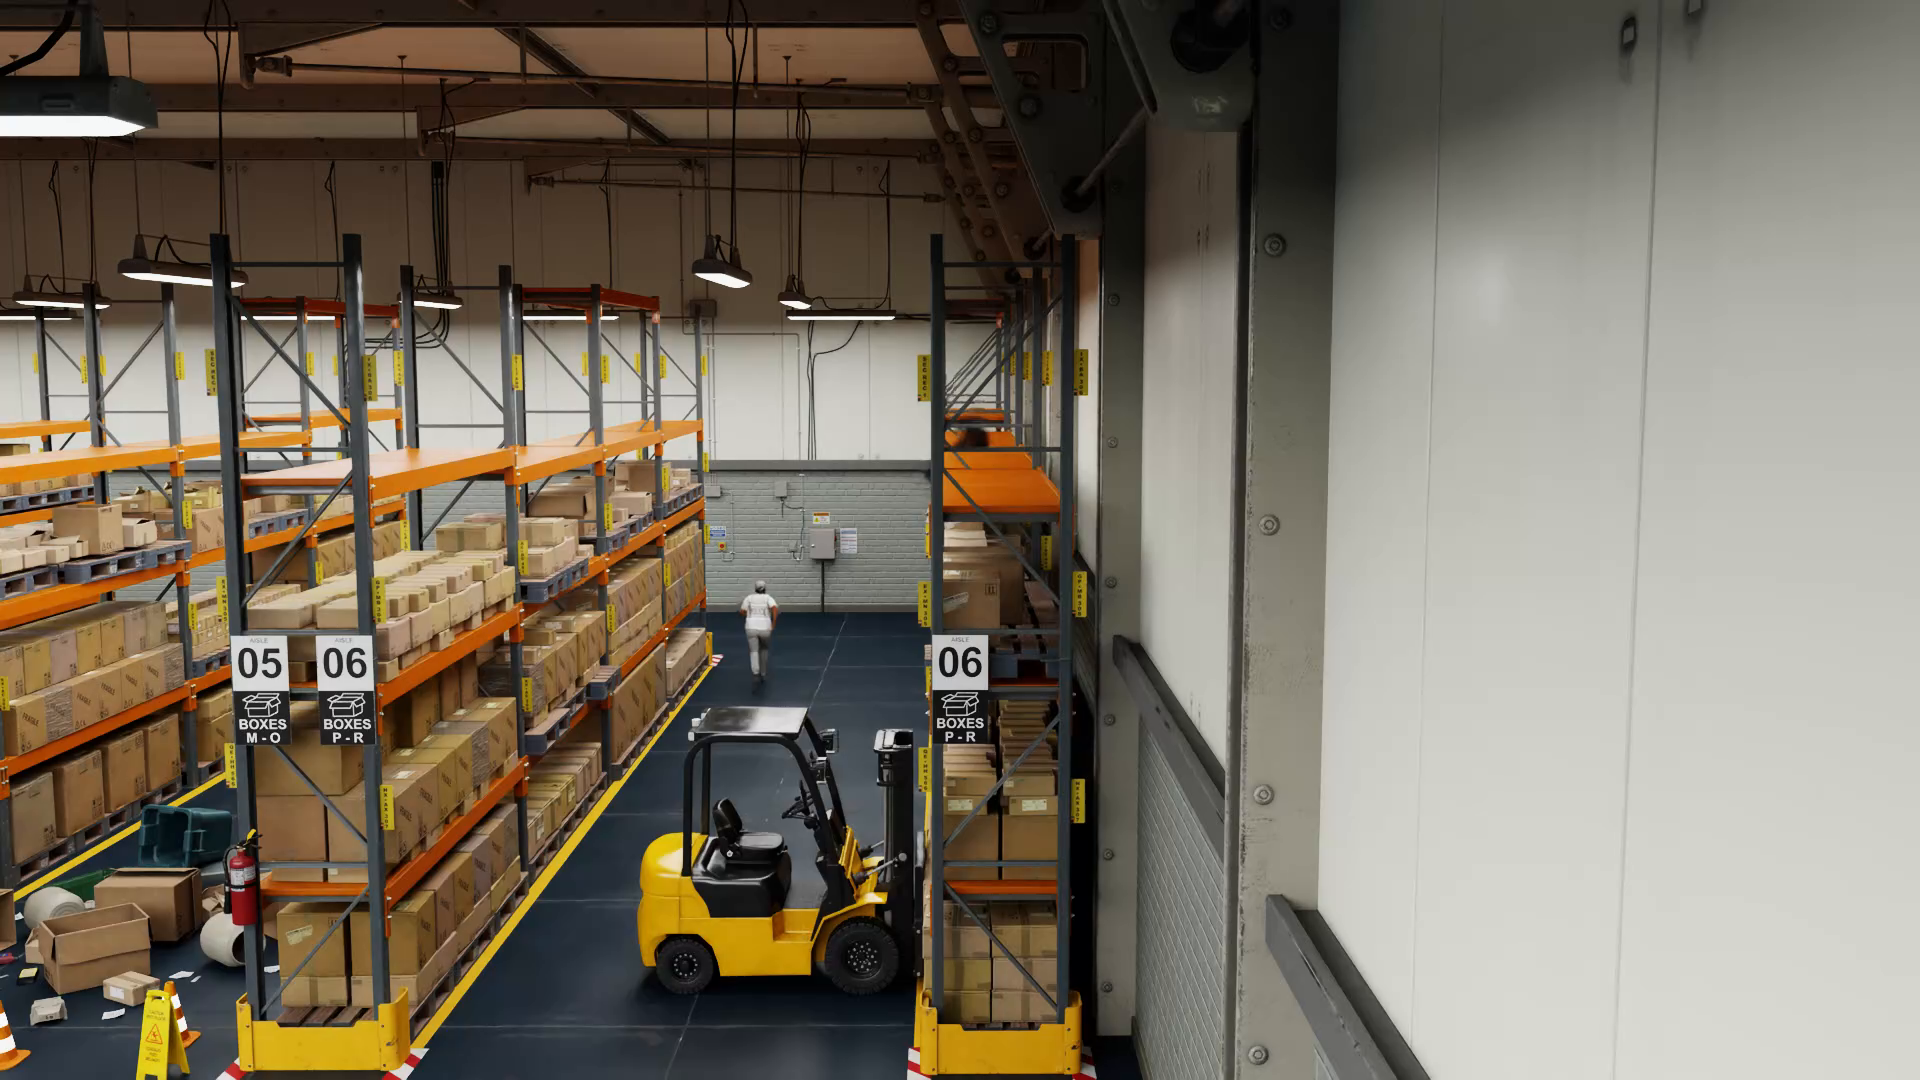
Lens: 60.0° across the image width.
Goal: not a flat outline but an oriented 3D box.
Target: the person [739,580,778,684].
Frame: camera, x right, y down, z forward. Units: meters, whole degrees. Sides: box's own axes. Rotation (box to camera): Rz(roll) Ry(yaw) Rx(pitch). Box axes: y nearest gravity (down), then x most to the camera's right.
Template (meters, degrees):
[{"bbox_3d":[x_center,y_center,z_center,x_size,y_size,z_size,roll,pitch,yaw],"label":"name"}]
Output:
[{"bbox_3d":[-3.147,1.491,26.049,0.609,1.669,1.059,-1,6,-6],"label":"person"}]
